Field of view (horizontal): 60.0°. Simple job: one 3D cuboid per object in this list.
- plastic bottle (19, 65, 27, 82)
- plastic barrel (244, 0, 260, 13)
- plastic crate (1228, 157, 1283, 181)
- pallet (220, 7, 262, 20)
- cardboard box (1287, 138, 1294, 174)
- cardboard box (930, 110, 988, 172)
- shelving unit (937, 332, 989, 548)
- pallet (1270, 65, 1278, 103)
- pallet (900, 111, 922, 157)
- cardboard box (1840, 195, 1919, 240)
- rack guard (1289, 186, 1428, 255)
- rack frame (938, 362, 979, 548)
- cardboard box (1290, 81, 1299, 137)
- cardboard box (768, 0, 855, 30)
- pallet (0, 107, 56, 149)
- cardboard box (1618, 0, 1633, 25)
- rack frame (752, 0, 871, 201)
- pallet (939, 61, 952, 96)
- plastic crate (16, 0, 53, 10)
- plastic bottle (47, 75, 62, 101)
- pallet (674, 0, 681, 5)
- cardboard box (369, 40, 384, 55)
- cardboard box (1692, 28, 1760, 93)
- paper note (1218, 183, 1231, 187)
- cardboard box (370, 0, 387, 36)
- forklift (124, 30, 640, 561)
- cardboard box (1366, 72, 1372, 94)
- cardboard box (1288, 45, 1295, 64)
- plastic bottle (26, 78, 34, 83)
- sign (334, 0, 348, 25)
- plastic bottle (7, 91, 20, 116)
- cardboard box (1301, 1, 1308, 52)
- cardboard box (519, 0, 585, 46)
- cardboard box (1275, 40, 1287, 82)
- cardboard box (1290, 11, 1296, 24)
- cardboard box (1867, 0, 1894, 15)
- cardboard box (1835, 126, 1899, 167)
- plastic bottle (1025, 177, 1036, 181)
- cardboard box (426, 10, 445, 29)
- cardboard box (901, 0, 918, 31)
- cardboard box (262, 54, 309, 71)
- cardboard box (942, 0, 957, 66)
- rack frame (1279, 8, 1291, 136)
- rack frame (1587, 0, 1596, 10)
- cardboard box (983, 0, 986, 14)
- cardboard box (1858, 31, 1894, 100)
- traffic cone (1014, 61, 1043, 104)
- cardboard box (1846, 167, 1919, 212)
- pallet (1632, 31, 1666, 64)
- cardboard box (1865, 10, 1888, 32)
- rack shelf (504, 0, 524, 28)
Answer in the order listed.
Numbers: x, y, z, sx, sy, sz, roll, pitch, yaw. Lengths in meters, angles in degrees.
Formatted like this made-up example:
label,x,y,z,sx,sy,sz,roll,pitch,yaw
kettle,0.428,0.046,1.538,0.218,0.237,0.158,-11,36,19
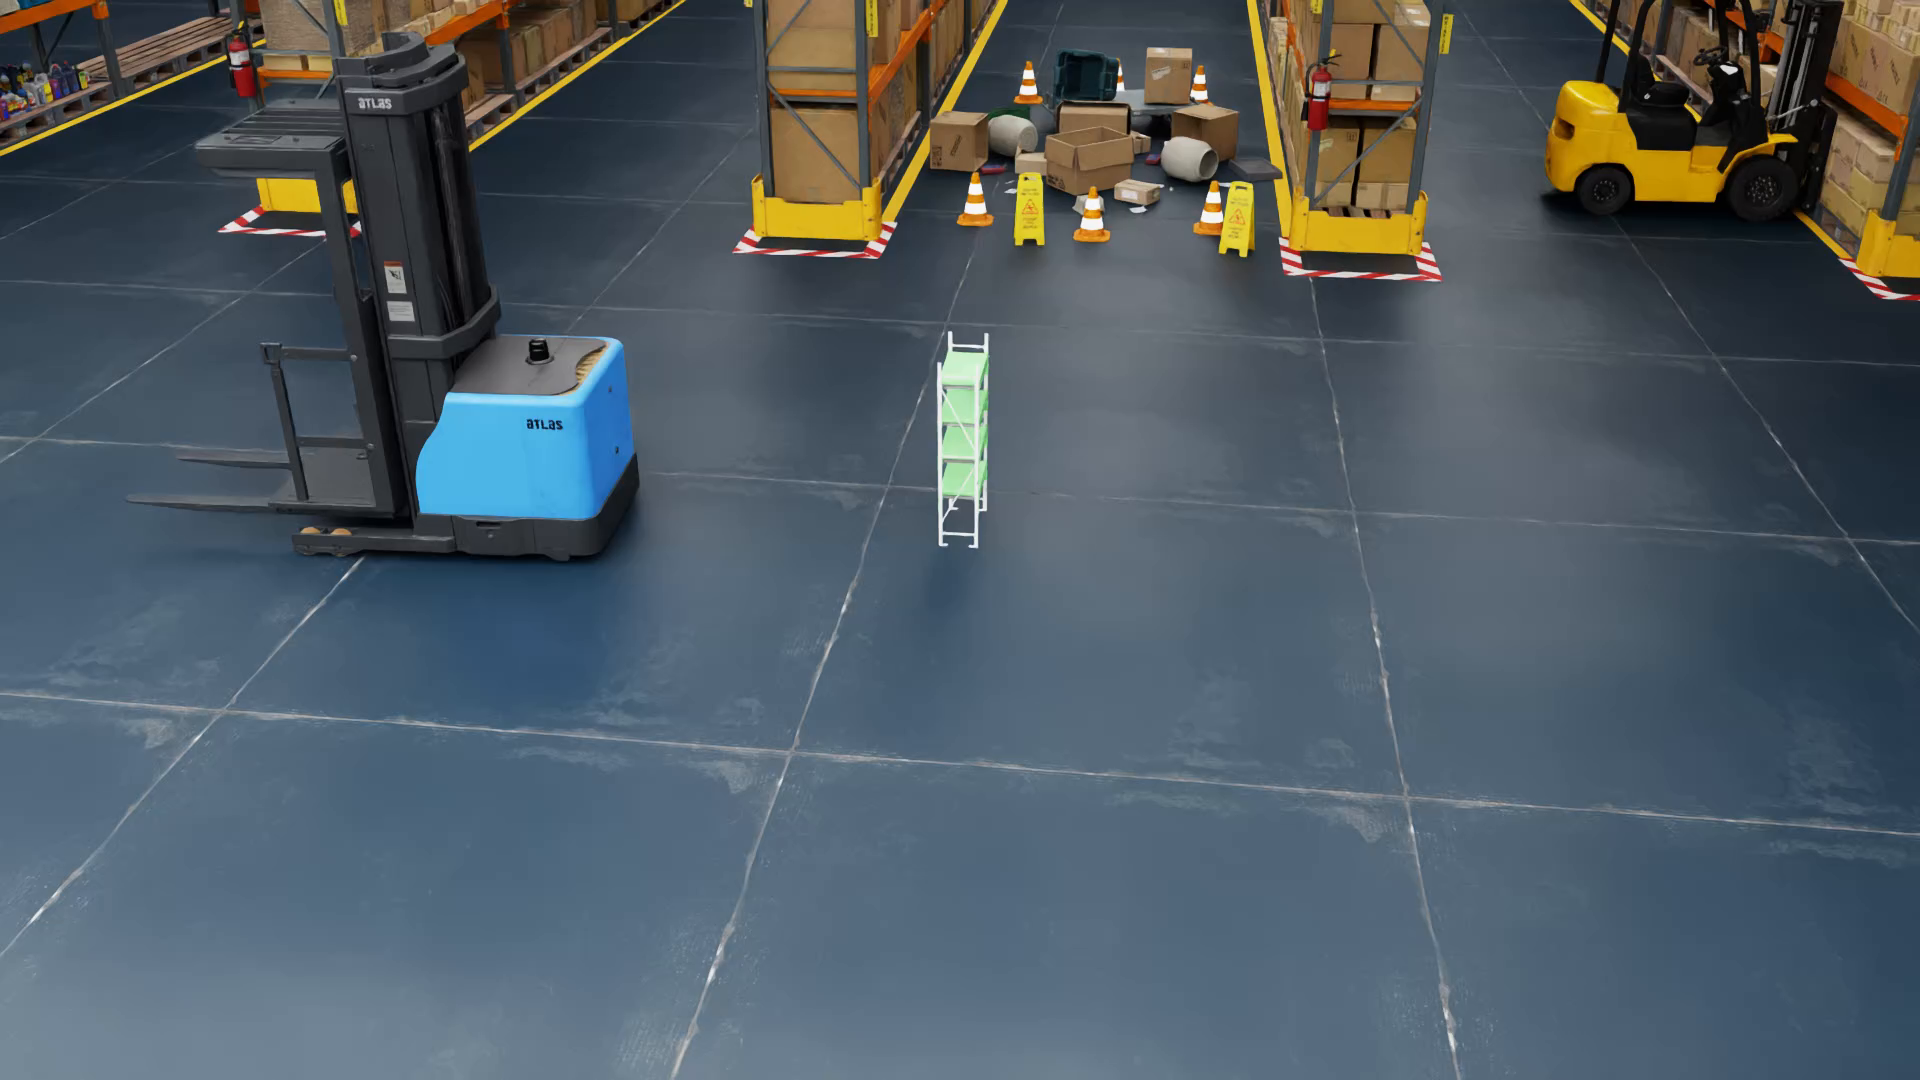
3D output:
label,x,y,z,sx,sy,sz,roll,pitch,yaw
plastic bottle,-11.041,-5.431,19.568,0.061,0.283,0.133,3,28,6
plastic barrel,-10.127,-8.061,23.895,0.600,0.830,0.708,3,28,6
plastic crate,3.084,-3.877,17.362,0.402,0.080,0.583,-6,29,-11
pallet,-10.115,-7.746,24.406,1.003,0.211,1.213,3,28,6
cardboard box,3.562,-3.831,16.655,0.500,0.250,0.500,2,28,4
cardboard box,-0.006,-4.204,17.523,0.500,0.500,0.500,8,29,15
shelving unit,0.020,-0.606,10.110,0.258,1.200,0.503,3,28,6
pallet,4.331,-5.568,20.363,1.003,0.211,1.213,3,28,6
pallet,-1.006,-4.513,18.404,1.003,0.211,1.213,3,28,6
cardboard box,8.271,-2.898,14.923,0.500,0.250,0.500,4,29,7
rack guard,3.610,-2.906,15.117,1.175,0.500,0.348,3,28,6
rack frame,-0.010,-0.491,9.897,0.240,1.200,0.015,3,28,6
cardboard box,3.631,-4.399,16.919,0.500,0.500,0.500,5,29,9
cardboard box,-1.241,-4.925,14.932,0.875,0.550,0.550,3,28,6
pallet,-10.931,-4.600,18.566,1.003,0.211,1.213,3,28,6
cardboard box,9.524,-7.473,23.151,0.500,0.500,0.500,2,28,4
rack frame,-1.325,-4.211,14.903,1.000,3.000,0.127,3,28,6
pallet,-0.668,-5.809,20.811,1.003,0.211,1.213,3,28,6
plastic crate,-10.527,-6.115,18.595,0.499,0.251,0.616,3,28,6
plastic bottle,-10.456,-5.226,19.187,0.061,0.283,0.133,5,29,10
pallet,-4.784,-8.600,25.991,1.003,0.211,1.213,3,28,6
cardboard box,-5.868,-4.790,16.243,0.380,0.149,0.250,3,28,6
cardboard box,9.263,-5.671,19.675,0.875,0.625,0.625,2,28,4
paper note,2.708,-3.629,16.954,0.142,0.019,0.148,-6,29,-11
cardboard box,-6.198,-5.221,16.360,0.875,0.500,0.500,3,28,6
forklift,-3.617,-1.438,9.828,3.031,2.935,1.130,2,28,4
cardboard box,3.864,-4.128,15.014,0.380,0.149,0.250,4,29,7
cardboard box,3.675,-5.126,17.584,0.380,0.149,0.250,4,29,7
plastic bottle,-10.621,-5.147,19.041,0.061,0.283,0.133,3,28,6
sign,-5.696,-4.896,15.263,0.100,0.325,0.005,3,28,6
plastic bottle,-10.565,-4.871,18.541,0.097,0.271,0.097,0,28,0
cardboard box,3.524,-4.888,15.741,0.500,0.500,0.500,3,28,6
cardboard box,-5.372,-6.827,21.931,0.700,0.500,0.500,1,28,2
cardboard box,4.320,-5.795,20.171,0.950,0.372,0.625,4,29,8
cardboard box,3.733,-5.613,17.772,0.380,0.149,0.250,3,28,6
cardboard box,8.392,-4.810,14.913,0.380,0.149,0.250,4,29,7
cardboard box,8.331,-3.574,15.124,0.500,0.250,0.500,4,29,7
plastic bottle,0.747,-3.672,17.002,0.133,0.061,0.283,-6,29,-11
cardboard box,-5.678,-5.495,17.553,0.380,0.149,0.250,3,28,6
cardboard box,-0.913,-5.725,17.556,0.875,0.550,0.550,3,28,6
cardboard box,-6.405,-4.582,15.857,0.380,0.149,0.250,3,28,6
cardboard box,-0.612,-6.478,21.041,1.050,0.750,0.750,4,29,7
rack frame,4.090,-5.854,17.953,1.000,3.000,0.127,3,28,6
rack frame,9.997,-9.333,24.410,1.000,3.000,0.127,3,28,6
cardboard box,0.112,-7.858,23.866,0.500,0.500,0.500,3,28,5
cardboard box,8.400,-4.219,14.812,0.500,0.500,0.500,4,29,8
traffic cone,0.828,-5.520,20.009,0.336,0.463,0.334,3,28,6
cardboard box,8.276,-3.126,14.818,0.500,0.250,0.500,3,28,6
pallet,9.636,-6.571,22.225,1.003,0.211,1.213,3,28,6
cardboard box,8.413,-4.678,14.981,0.380,0.149,0.250,2,28,5
rack shelf,-5.500,-7.054,20.940,1.077,0.370,4.000,3,28,6
